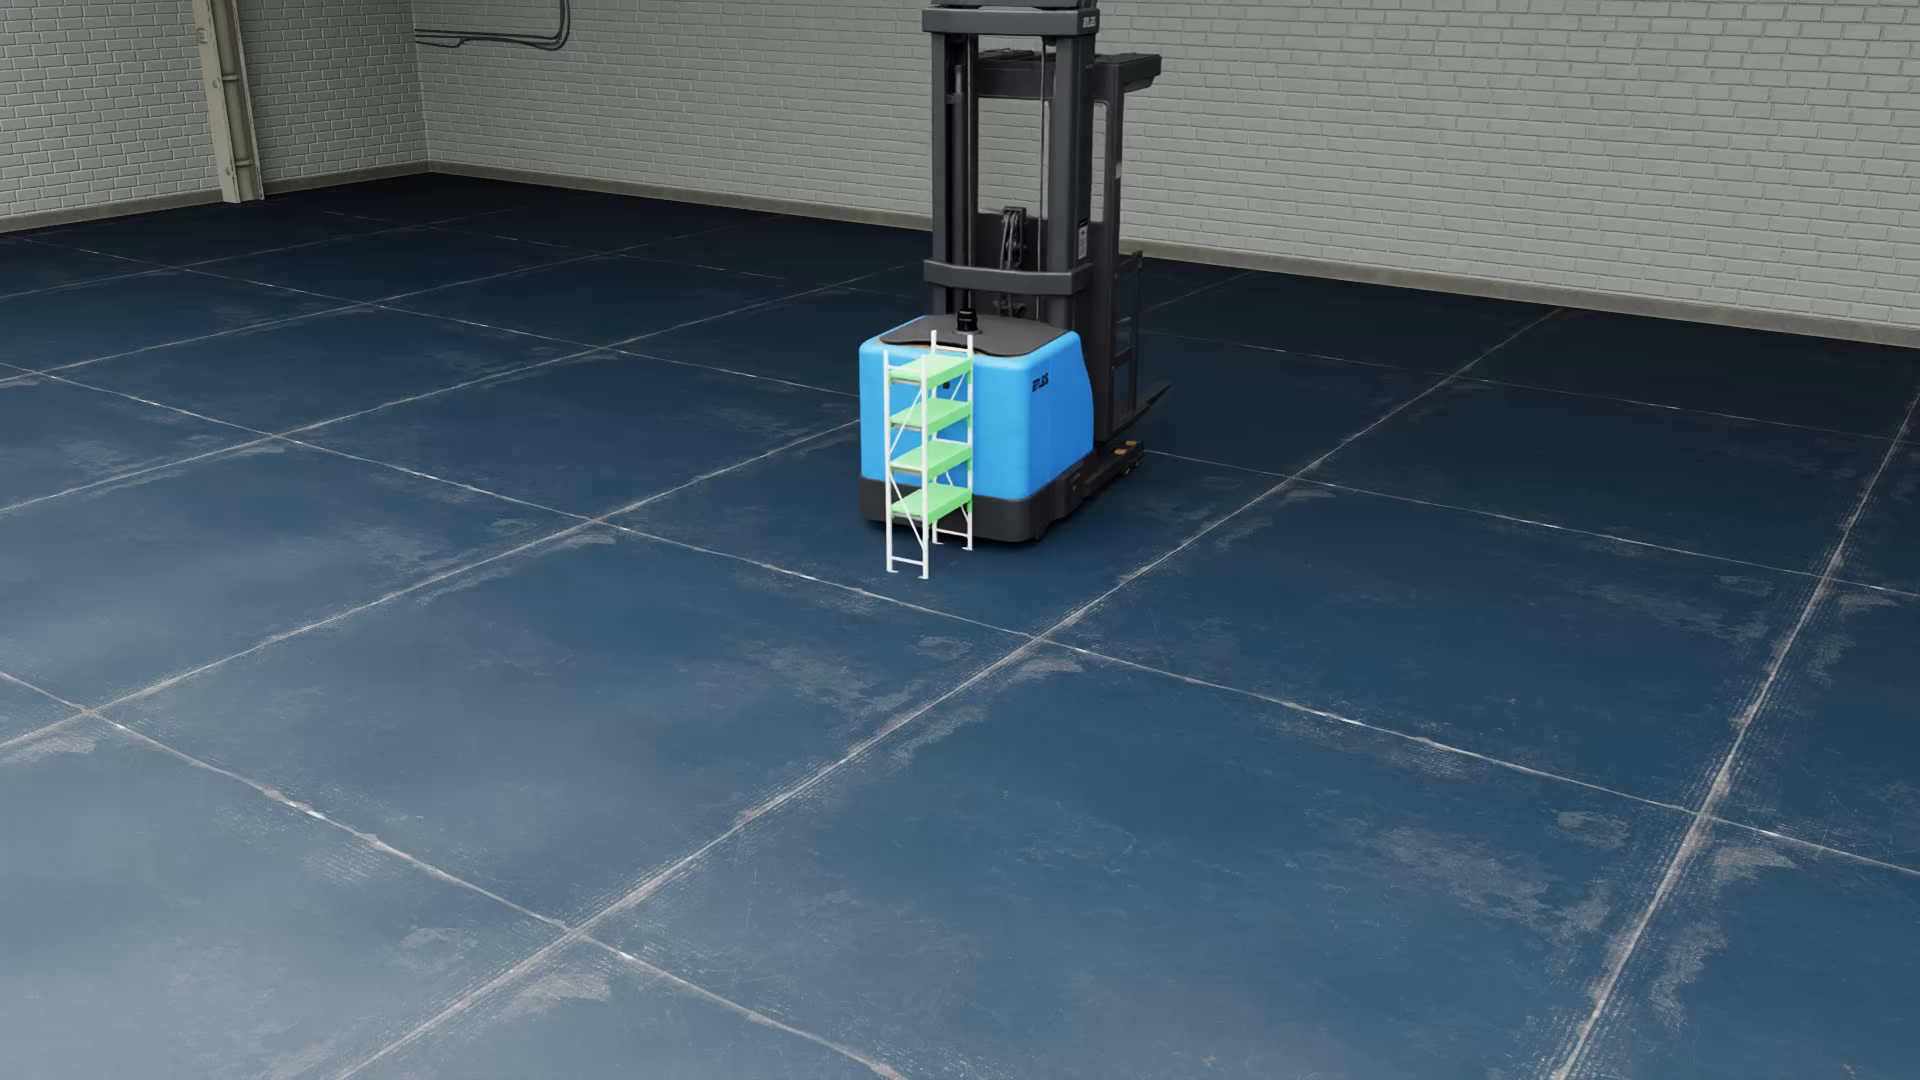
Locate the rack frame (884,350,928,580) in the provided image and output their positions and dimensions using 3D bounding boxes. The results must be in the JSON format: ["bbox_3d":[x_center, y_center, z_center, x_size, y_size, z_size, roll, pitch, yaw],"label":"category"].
[{"bbox_3d":[-0.276,-0.376,8.553,0.240,1.200,0.015,11,23,27],"label":"rack frame"}]

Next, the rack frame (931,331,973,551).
[{"bbox_3d":[-0.042,-0.525,8.954,0.240,1.200,0.015,11,23,27],"label":"rack frame"}]

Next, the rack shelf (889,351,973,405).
[{"bbox_3d":[-0.159,-0.841,8.609,0.258,0.148,0.480,11,23,27],"label":"rack shelf"}]

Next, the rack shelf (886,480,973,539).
[{"bbox_3d":[-0.159,-0.165,8.859,0.258,0.148,0.480,11,23,27],"label":"rack shelf"}]

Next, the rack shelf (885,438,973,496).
[{"bbox_3d":[-0.159,-0.391,8.775,0.258,0.148,0.480,11,23,27],"label":"rack shelf"}]

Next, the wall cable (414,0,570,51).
[{"bbox_3d":[-6.174,-7.587,21.281,3.097,2.526,0.112,13,24,32],"label":"wall cable"}]

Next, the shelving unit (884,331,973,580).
[{"bbox_3d":[-0.159,-0.450,8.753,0.258,1.200,0.503,11,23,27],"label":"shelving unit"}]

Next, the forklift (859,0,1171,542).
[{"bbox_3d":[0.516,-1.835,10.001,1.130,2.935,3.031,9,22,24],"label":"forklift"}]

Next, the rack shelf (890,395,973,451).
[{"bbox_3d":[-0.159,-0.616,8.692,0.258,0.148,0.480,11,23,27],"label":"rack shelf"}]

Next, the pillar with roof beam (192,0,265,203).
[{"bbox_3d":[-5.364,-7.617,16.885,9.100,9.000,0.400,13,24,32],"label":"pillar with roof beam"}]
